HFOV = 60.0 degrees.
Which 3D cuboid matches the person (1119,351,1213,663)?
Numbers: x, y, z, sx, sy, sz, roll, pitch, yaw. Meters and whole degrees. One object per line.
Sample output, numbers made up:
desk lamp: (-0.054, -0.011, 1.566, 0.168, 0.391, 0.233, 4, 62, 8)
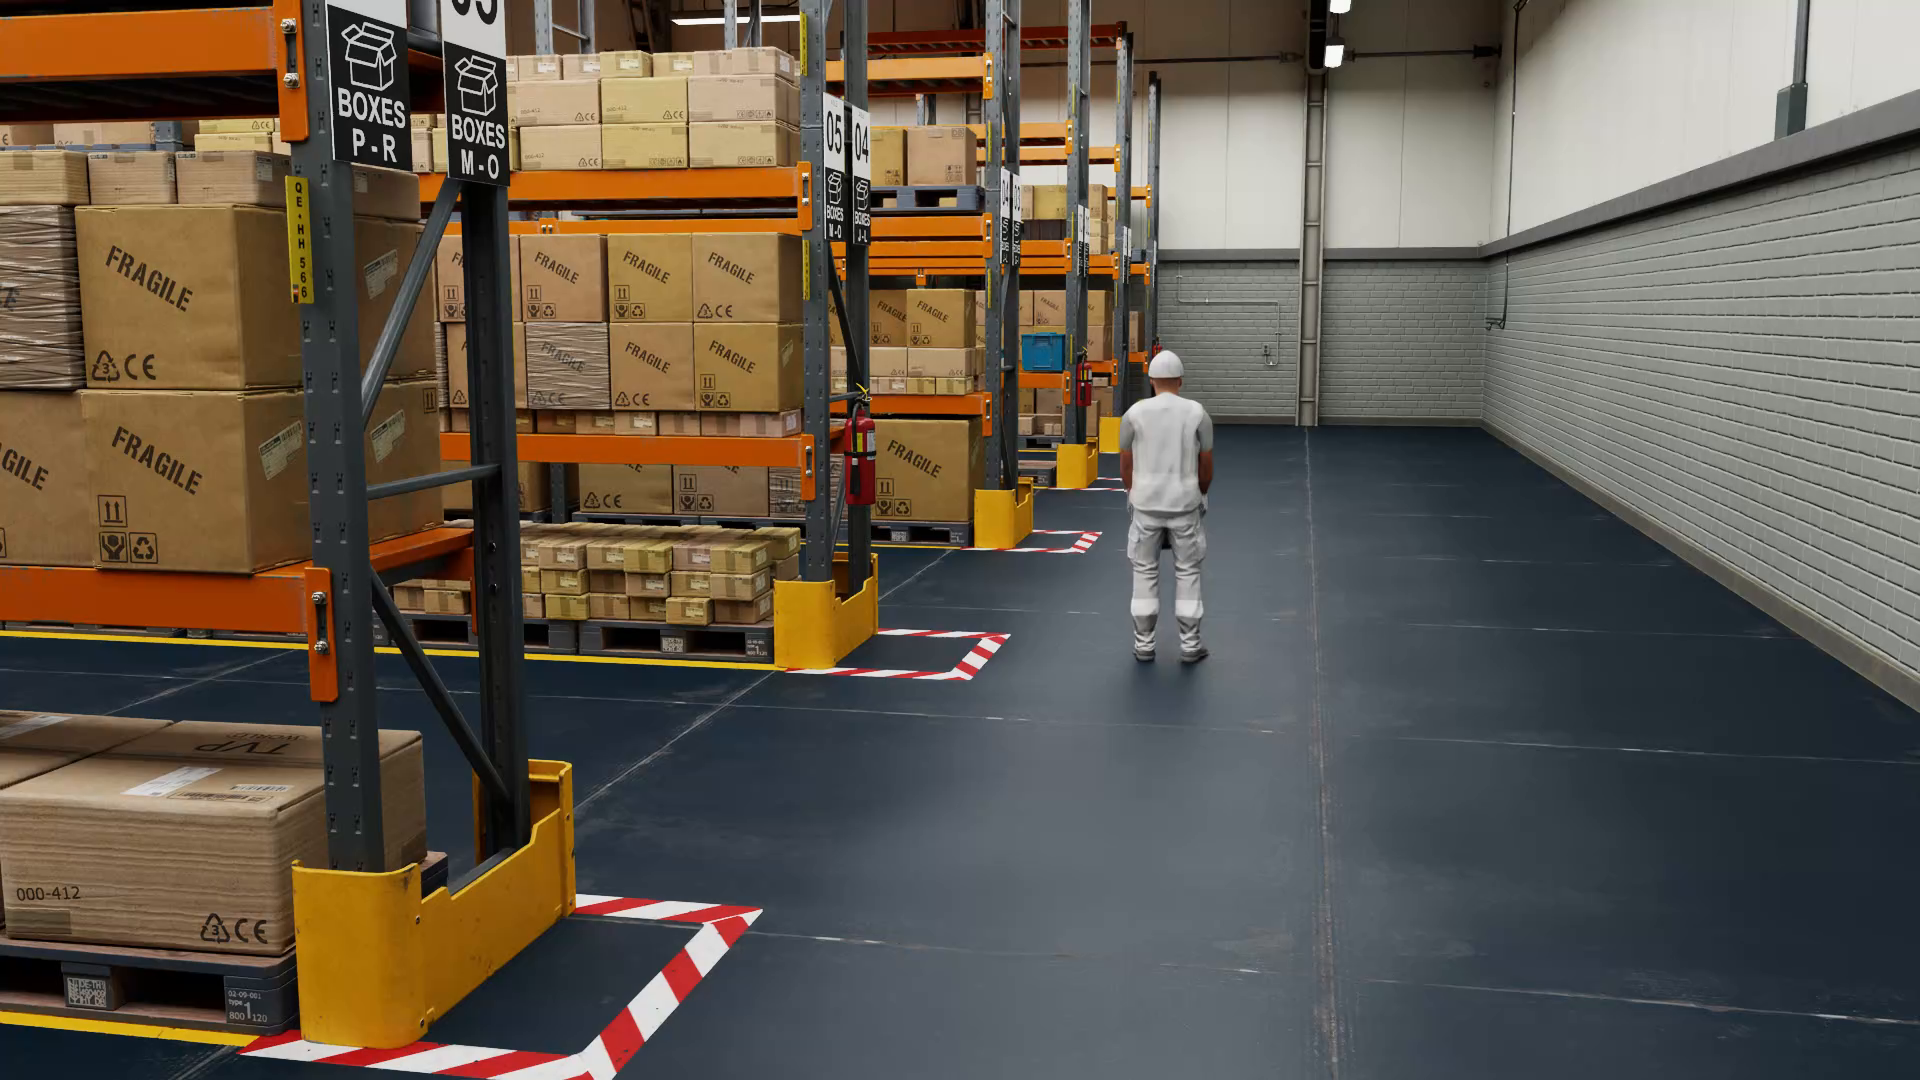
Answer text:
person: (1.188, -0.194, 9.621, 0.539, 1.789, 0.437, 1, 8, 10)
